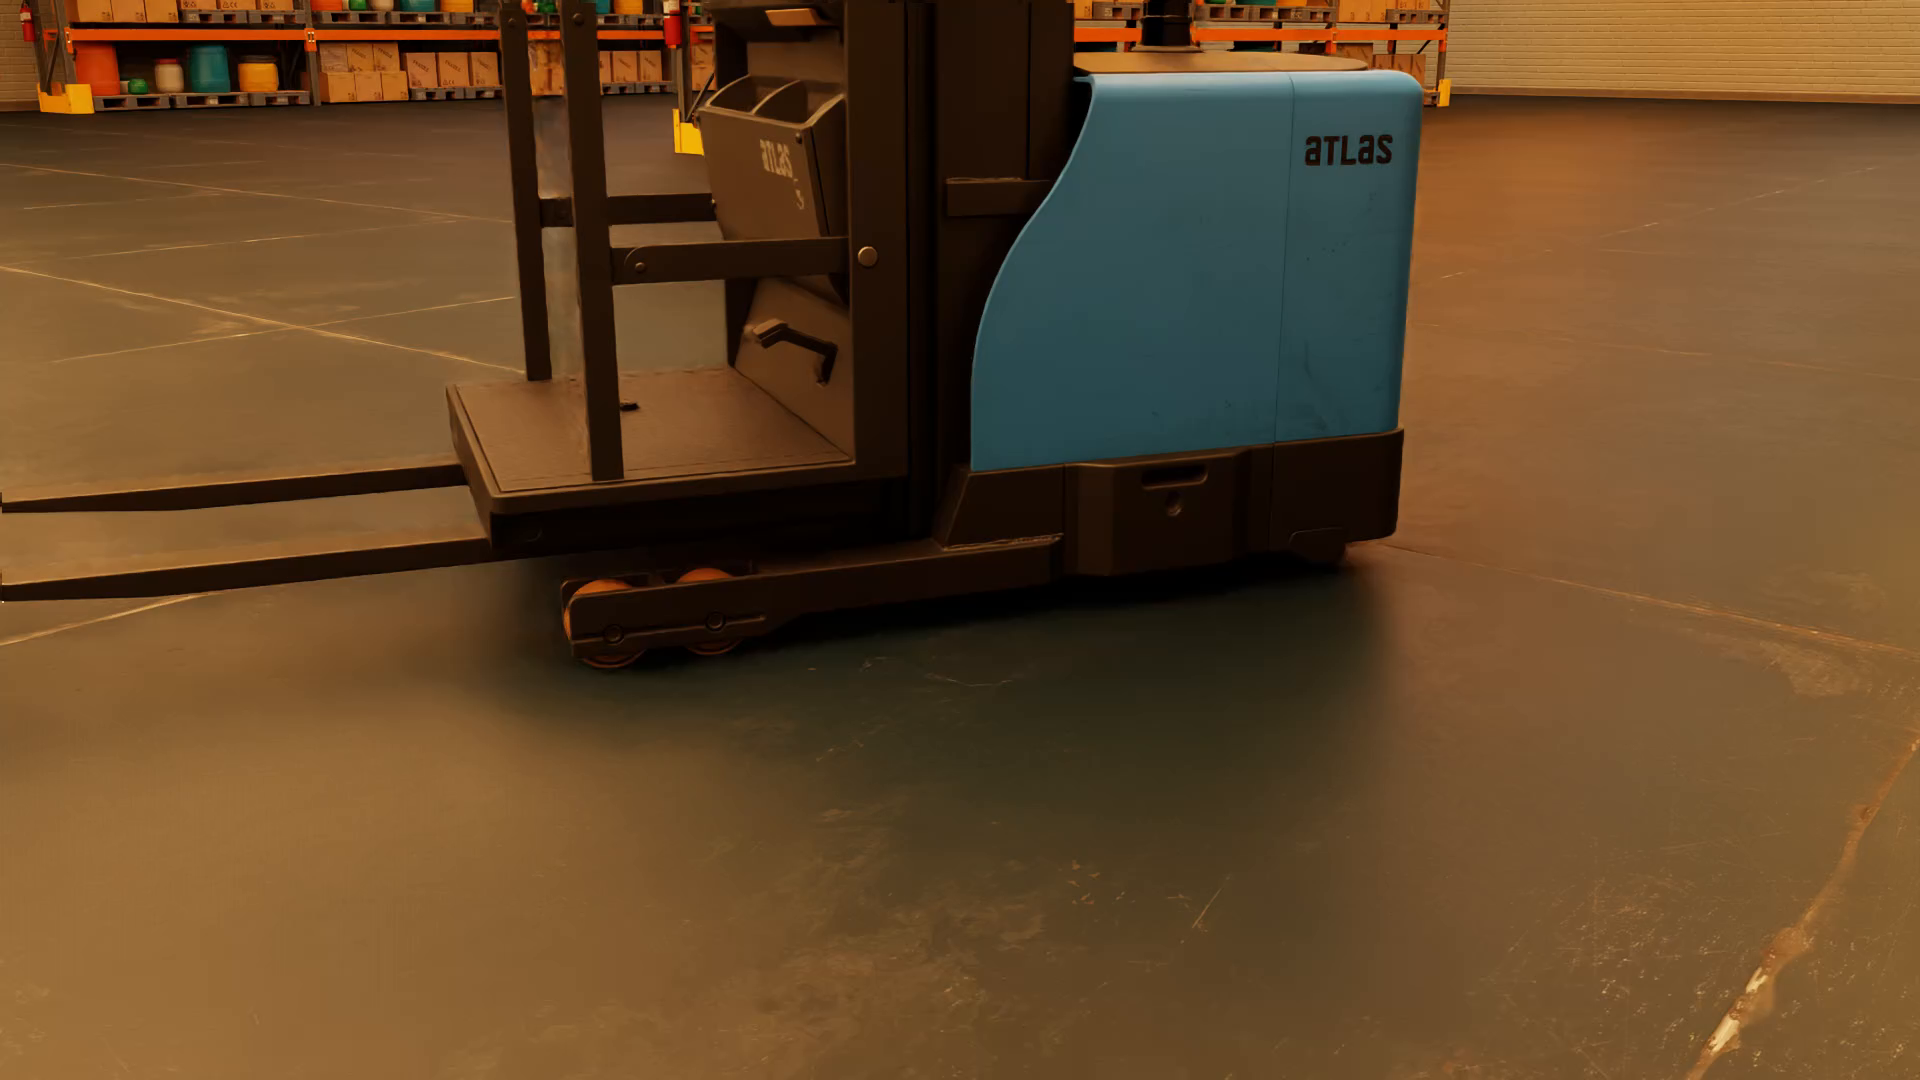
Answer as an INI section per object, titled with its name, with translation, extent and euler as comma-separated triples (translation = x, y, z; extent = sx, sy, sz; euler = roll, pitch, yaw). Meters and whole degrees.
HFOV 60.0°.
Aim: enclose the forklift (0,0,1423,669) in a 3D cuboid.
[forklift]
translation = -0.580, -1.332, 3.286
extent = 3.031, 2.935, 1.130
euler = -6, 18, -20
